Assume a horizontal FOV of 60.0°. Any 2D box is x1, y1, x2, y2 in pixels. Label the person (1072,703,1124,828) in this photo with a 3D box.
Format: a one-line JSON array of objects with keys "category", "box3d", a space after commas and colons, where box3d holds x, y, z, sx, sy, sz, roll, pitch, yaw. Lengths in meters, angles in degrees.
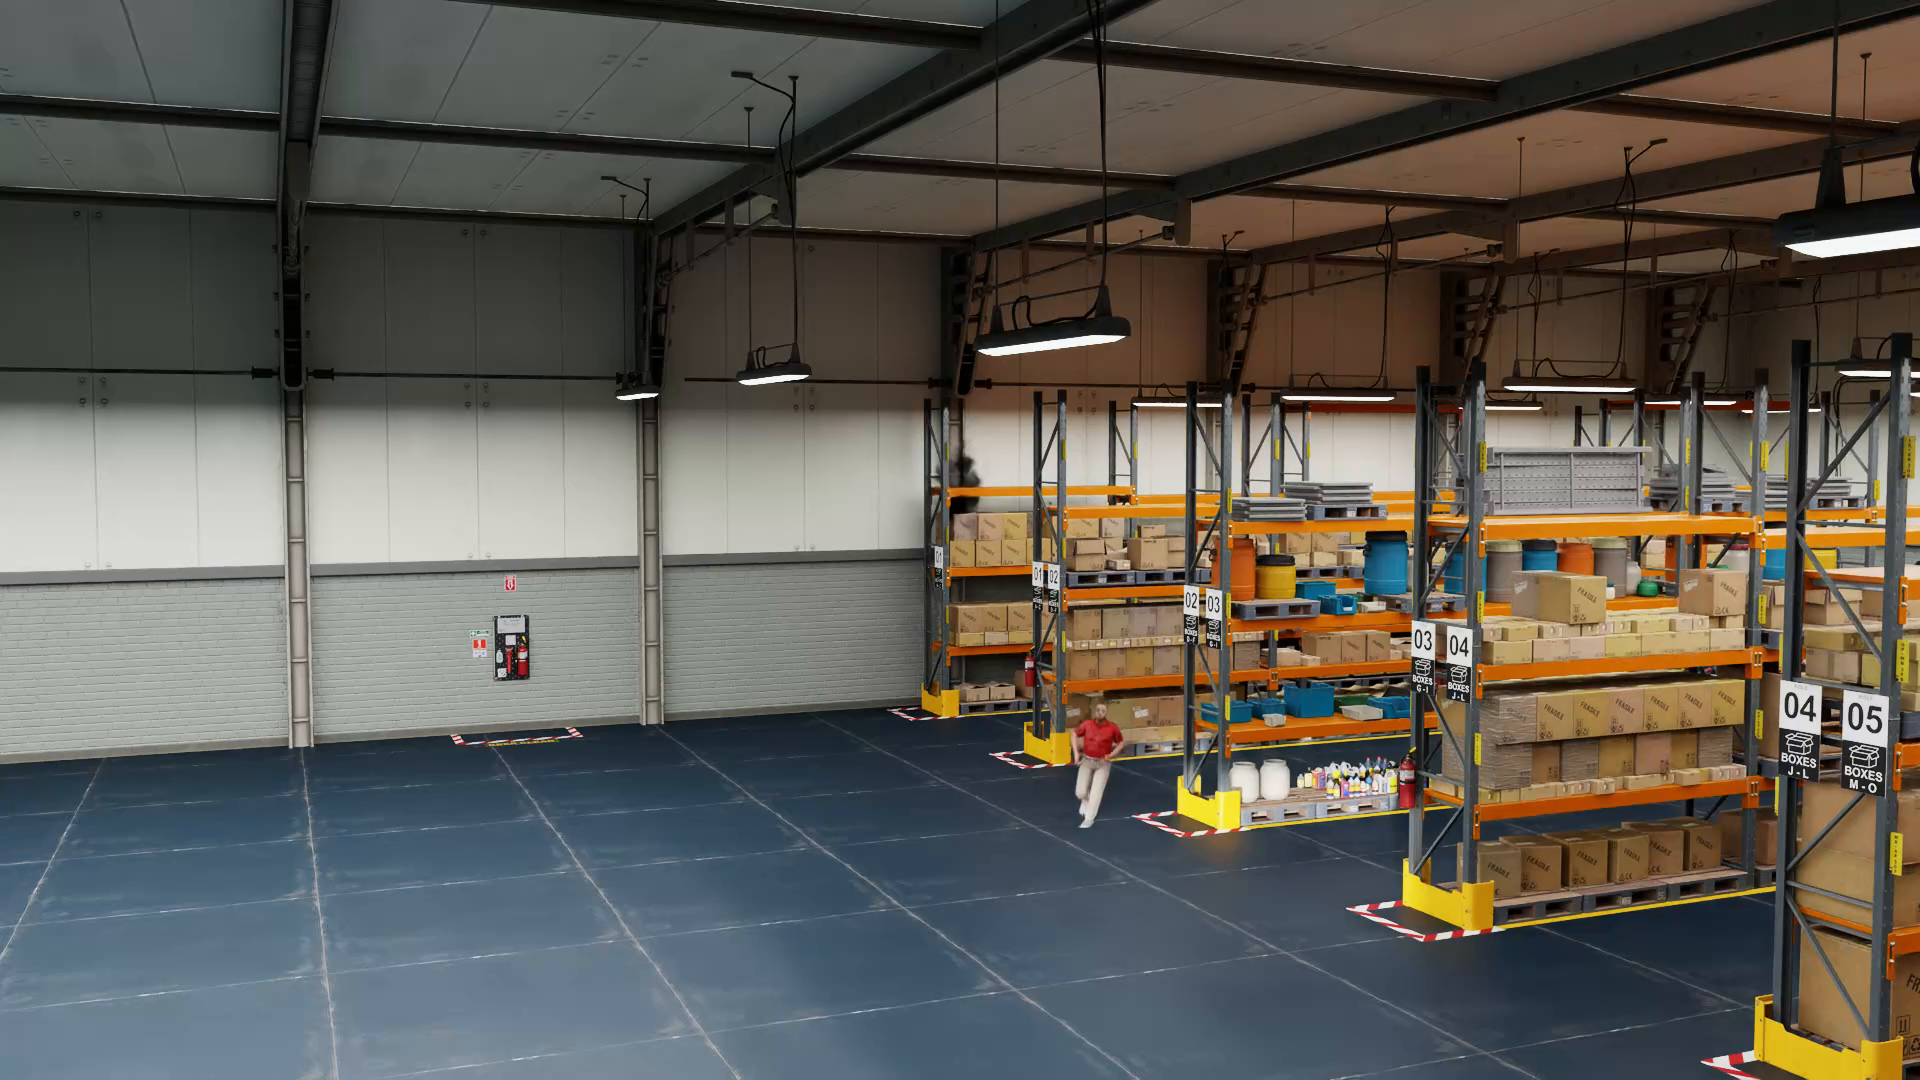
[{"category": "person", "box3d": [1.855, 3.019, 22.429, 0.717, 1.670, 0.578, 1, 3, 11]}]
